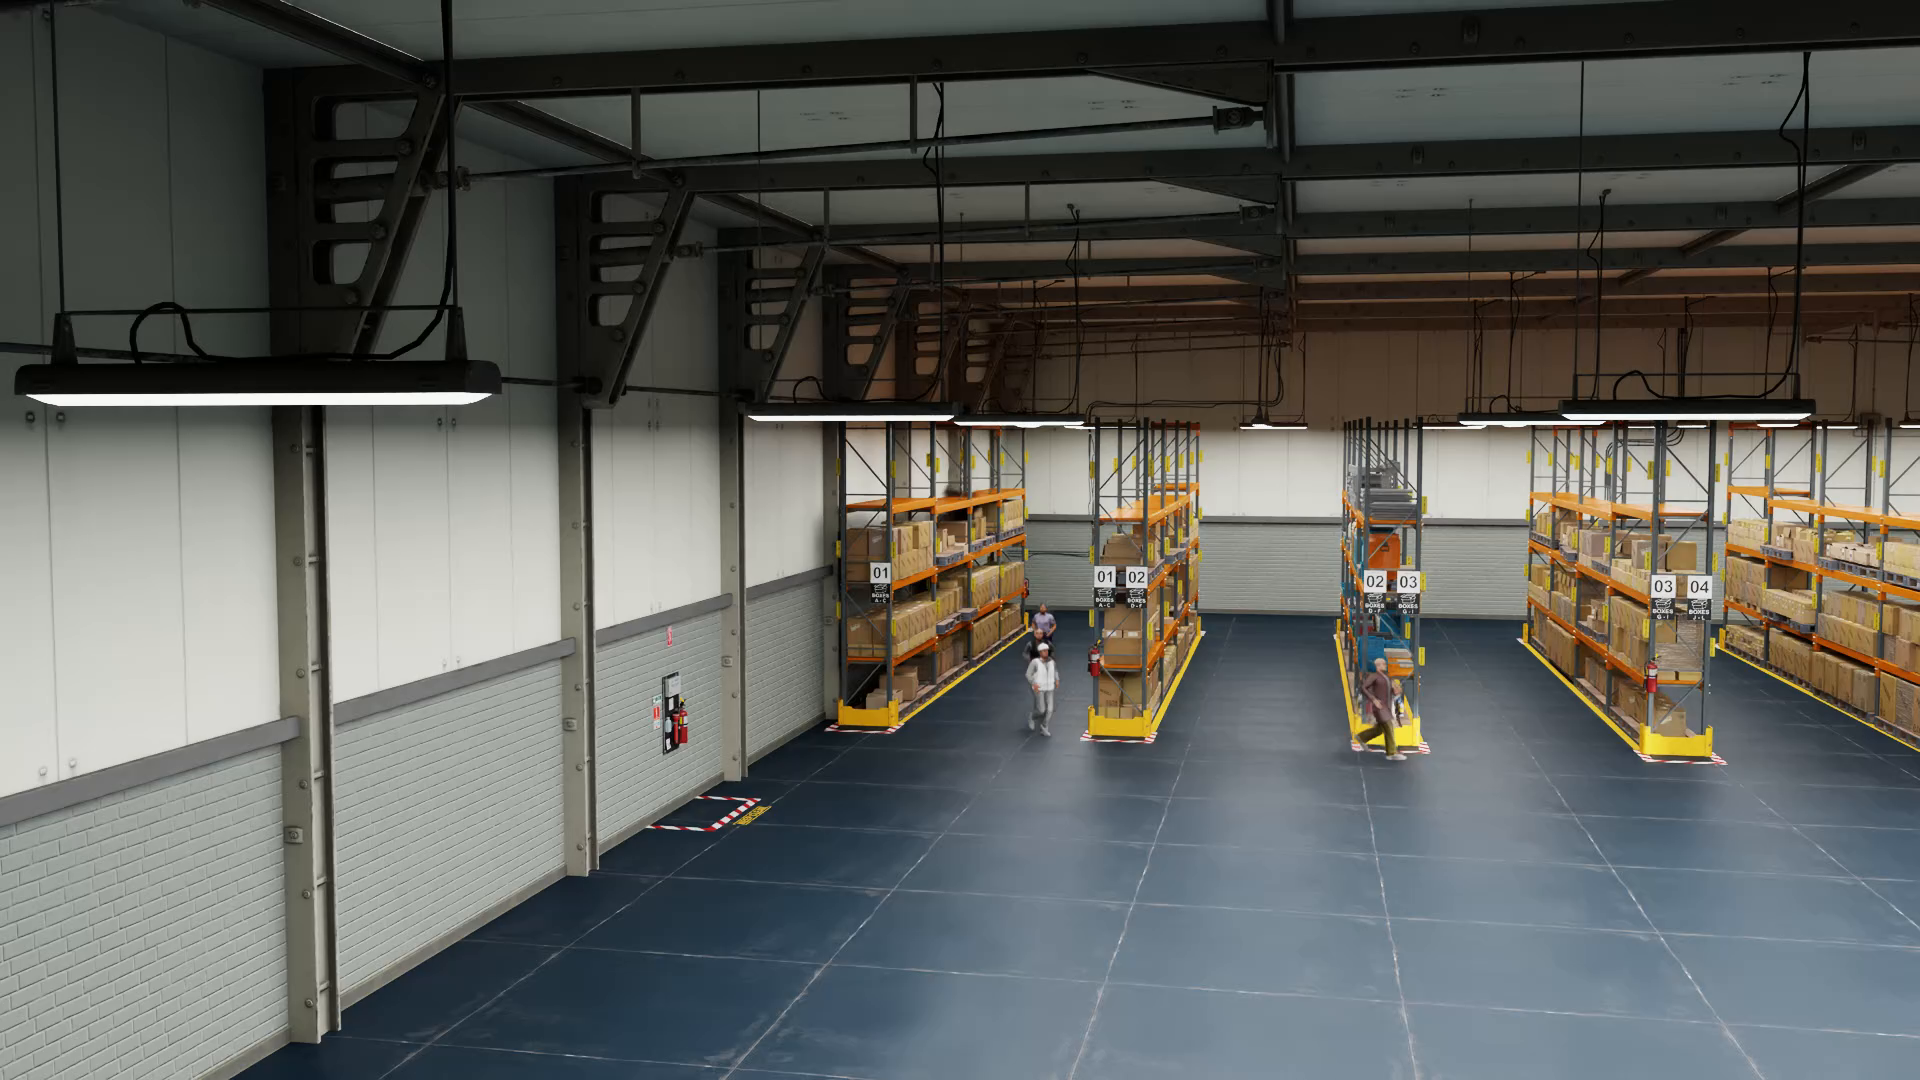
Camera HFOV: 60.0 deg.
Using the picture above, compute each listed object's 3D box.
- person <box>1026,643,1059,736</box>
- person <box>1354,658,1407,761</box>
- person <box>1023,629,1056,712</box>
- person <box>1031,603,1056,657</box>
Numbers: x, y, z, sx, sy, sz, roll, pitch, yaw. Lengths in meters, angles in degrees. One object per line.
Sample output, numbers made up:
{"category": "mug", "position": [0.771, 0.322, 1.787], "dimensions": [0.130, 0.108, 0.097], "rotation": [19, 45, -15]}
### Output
{"category": "person", "position": [1.566, 2.816, 31.495], "dimensions": [0.682, 1.749, 0.584], "rotation": [-2, 4, -26]}
{"category": "person", "position": [7.356, 2.939, 29.095], "dimensions": [1.024, 1.754, 0.715], "rotation": [3, 5, 37]}
{"category": "person", "position": [1.625, 2.668, 34.126], "dimensions": [0.683, 1.714, 0.907], "rotation": [0, 4, 4]}
{"category": "person", "position": [2.004, 2.335, 39.940], "dimensions": [0.618, 1.618, 0.719], "rotation": [1, 4, 10]}
